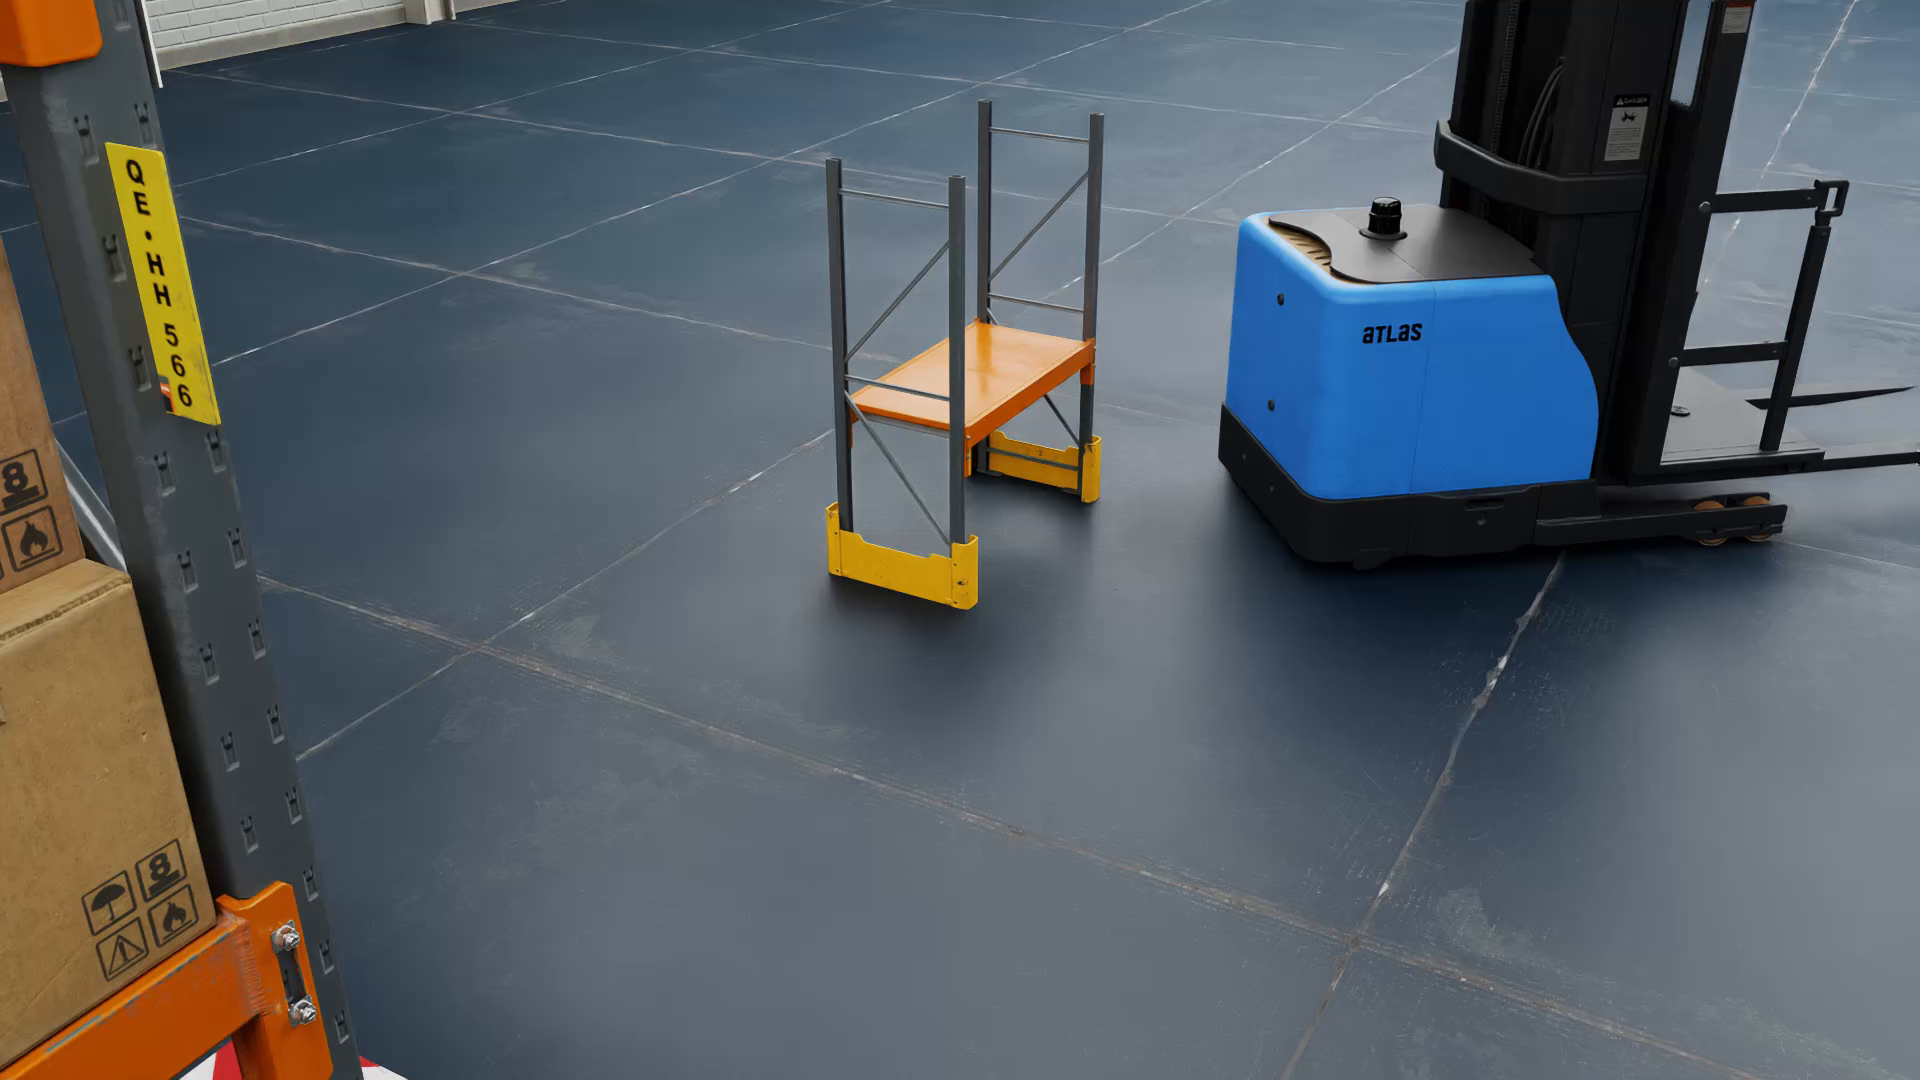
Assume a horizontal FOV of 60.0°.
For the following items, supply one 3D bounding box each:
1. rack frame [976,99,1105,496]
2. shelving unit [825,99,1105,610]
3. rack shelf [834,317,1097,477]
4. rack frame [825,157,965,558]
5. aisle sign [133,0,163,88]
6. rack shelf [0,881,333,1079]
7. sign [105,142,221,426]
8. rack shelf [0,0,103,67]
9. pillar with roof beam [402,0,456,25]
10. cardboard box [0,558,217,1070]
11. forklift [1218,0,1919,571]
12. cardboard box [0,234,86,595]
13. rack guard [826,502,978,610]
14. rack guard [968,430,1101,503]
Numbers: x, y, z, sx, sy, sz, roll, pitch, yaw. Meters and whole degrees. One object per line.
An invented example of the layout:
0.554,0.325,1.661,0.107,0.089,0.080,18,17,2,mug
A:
0.292,-0.902,6.376,0.500,1.500,0.032,14,30,26,rack frame
0.037,-0.700,5.974,0.587,1.500,1.083,14,30,26,shelving unit
0.042,-0.543,6.061,0.538,0.185,1.000,14,30,26,rack shelf
-0.208,-0.506,5.585,0.500,1.500,0.032,14,30,26,rack frame
-1.092,-0.917,1.827,0.394,0.787,0.004,14,30,26,aisle sign
-2.372,1.308,1.089,1.077,0.370,4.000,14,30,26,rack shelf
-0.922,-0.292,1.924,0.100,0.325,0.005,14,30,26,sign
-2.372,-0.033,0.418,1.077,0.370,4.000,14,30,26,rack shelf
-1.547,-8.274,12.725,9.100,9.000,0.400,14,30,26,pillar with roof beam
-1.531,0.295,2.143,0.875,0.550,0.550,14,30,26,cardboard box
2.616,-1.515,6.001,3.031,2.935,1.130,-5,27,-10,forklift
-1.604,-0.207,1.938,0.875,0.550,0.550,14,30,26,cardboard box
-0.207,0.053,5.866,0.587,0.250,0.087,14,30,26,rack guard
0.282,-0.336,6.641,0.587,0.250,0.087,14,30,26,rack guard
